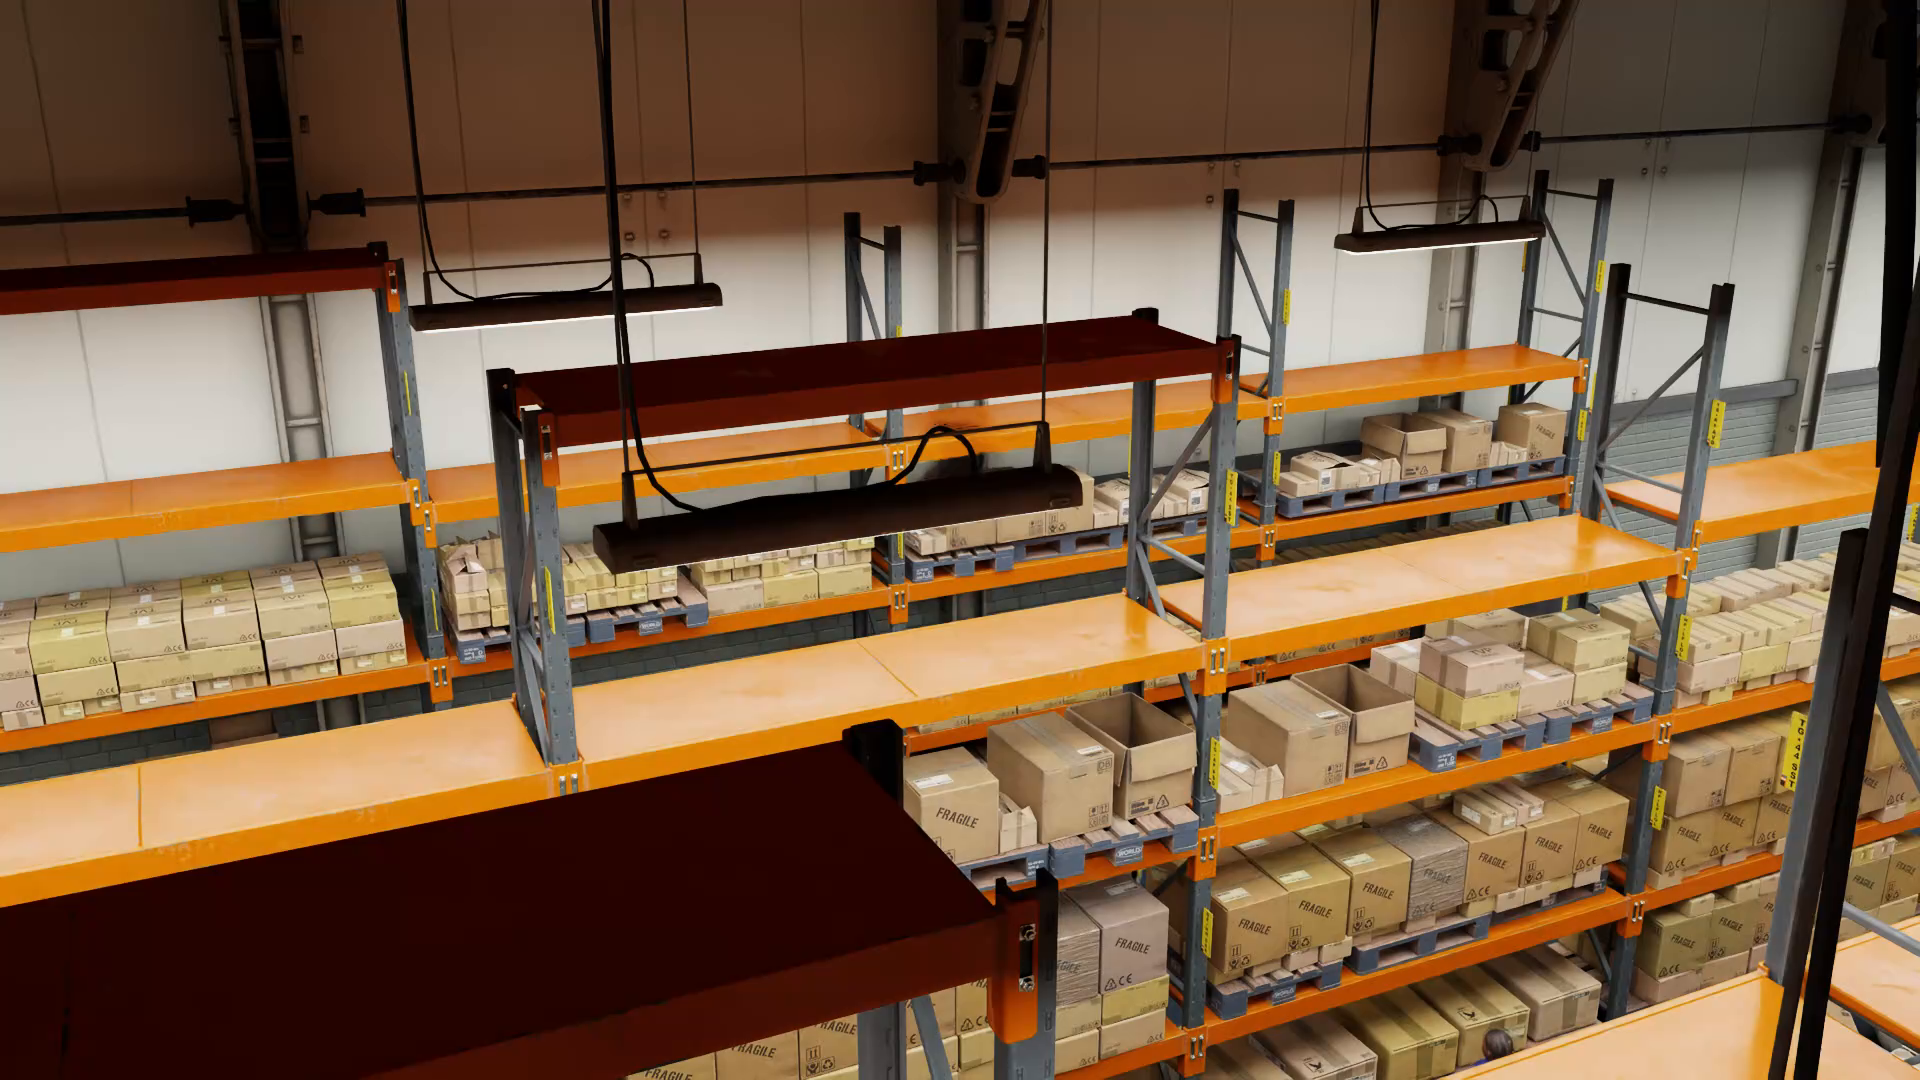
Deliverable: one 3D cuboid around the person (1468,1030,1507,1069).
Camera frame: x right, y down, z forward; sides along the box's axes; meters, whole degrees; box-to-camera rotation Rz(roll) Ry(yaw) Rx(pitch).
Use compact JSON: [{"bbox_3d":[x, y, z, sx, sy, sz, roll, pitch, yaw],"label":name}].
[{"bbox_3d":[3.352,3.865,10.889,0.411,1.652,0.586,8,20,22],"label":"person"}]
